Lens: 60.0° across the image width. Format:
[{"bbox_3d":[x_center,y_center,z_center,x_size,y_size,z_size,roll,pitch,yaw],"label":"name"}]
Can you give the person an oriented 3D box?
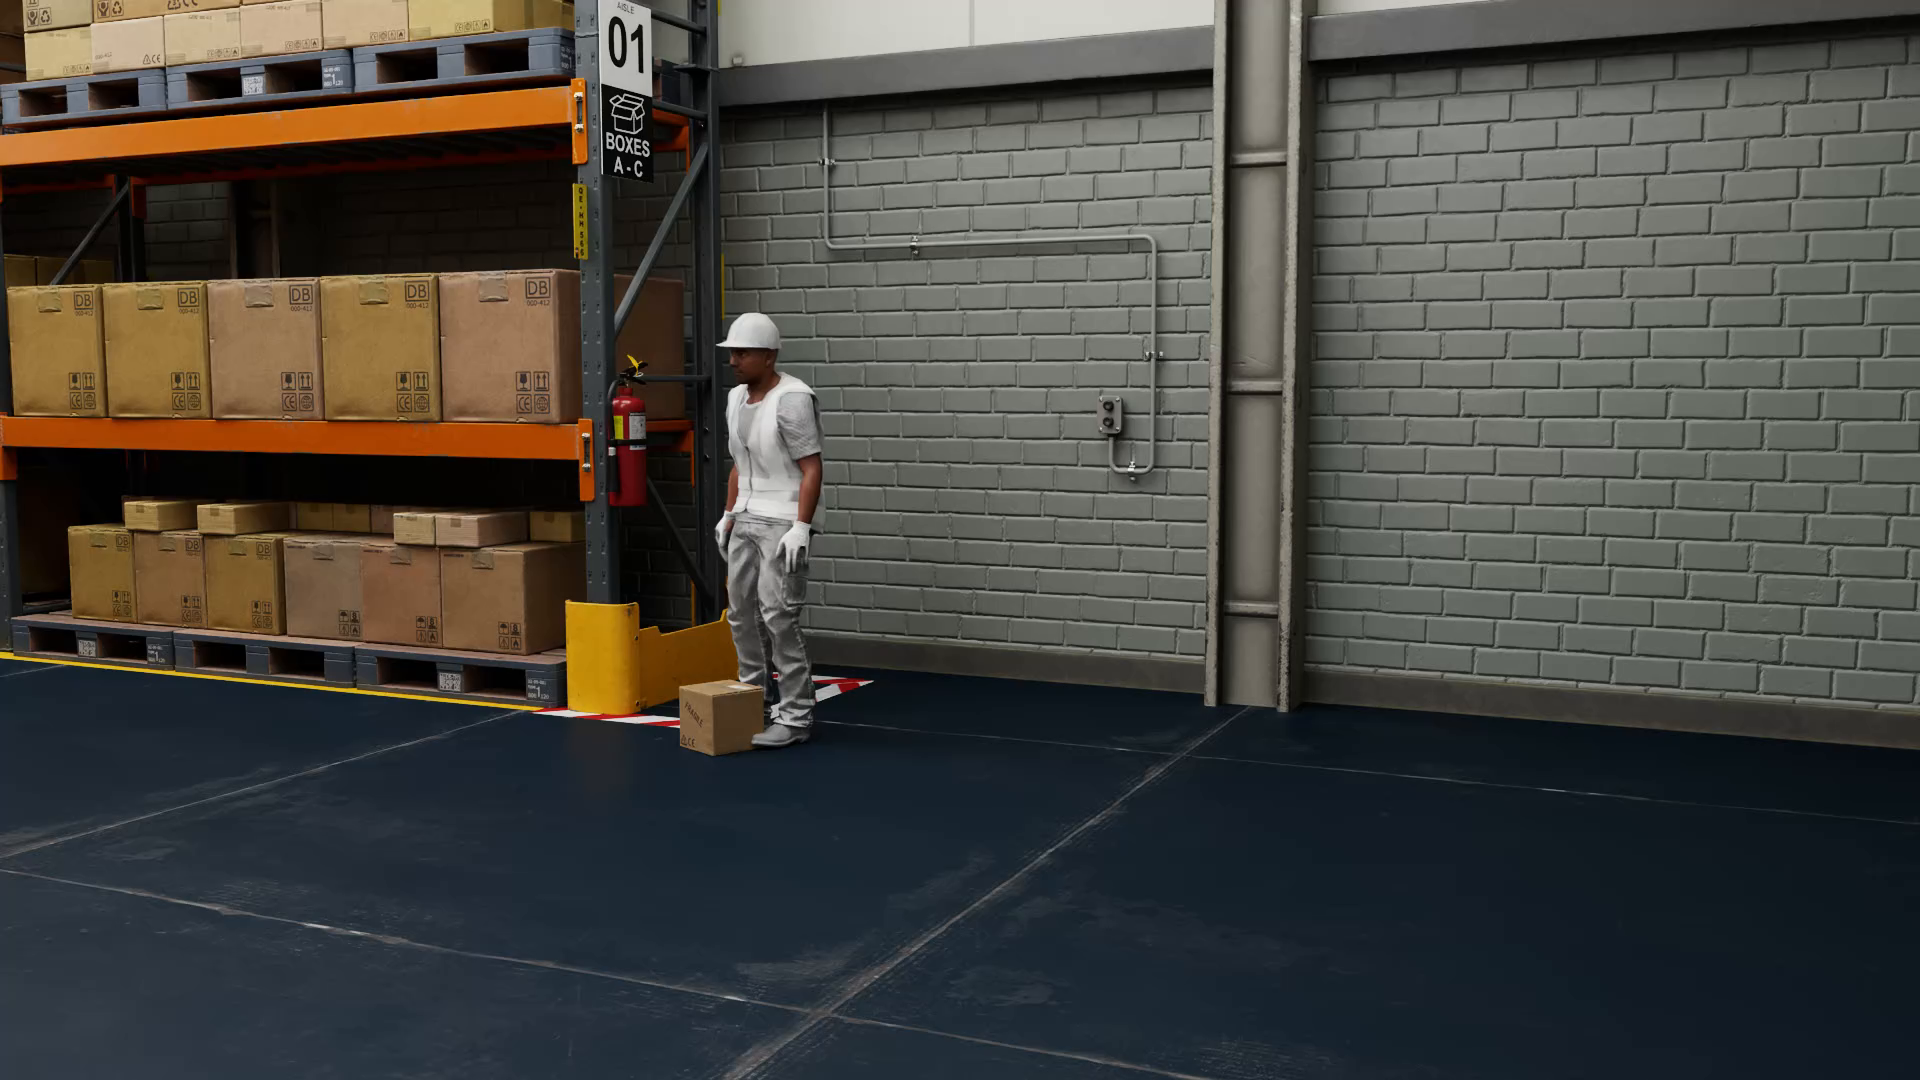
[{"bbox_3d":[-0.807,-0.046,6.907,0.449,1.773,0.614,-5,7,-40],"label":"person"}]
